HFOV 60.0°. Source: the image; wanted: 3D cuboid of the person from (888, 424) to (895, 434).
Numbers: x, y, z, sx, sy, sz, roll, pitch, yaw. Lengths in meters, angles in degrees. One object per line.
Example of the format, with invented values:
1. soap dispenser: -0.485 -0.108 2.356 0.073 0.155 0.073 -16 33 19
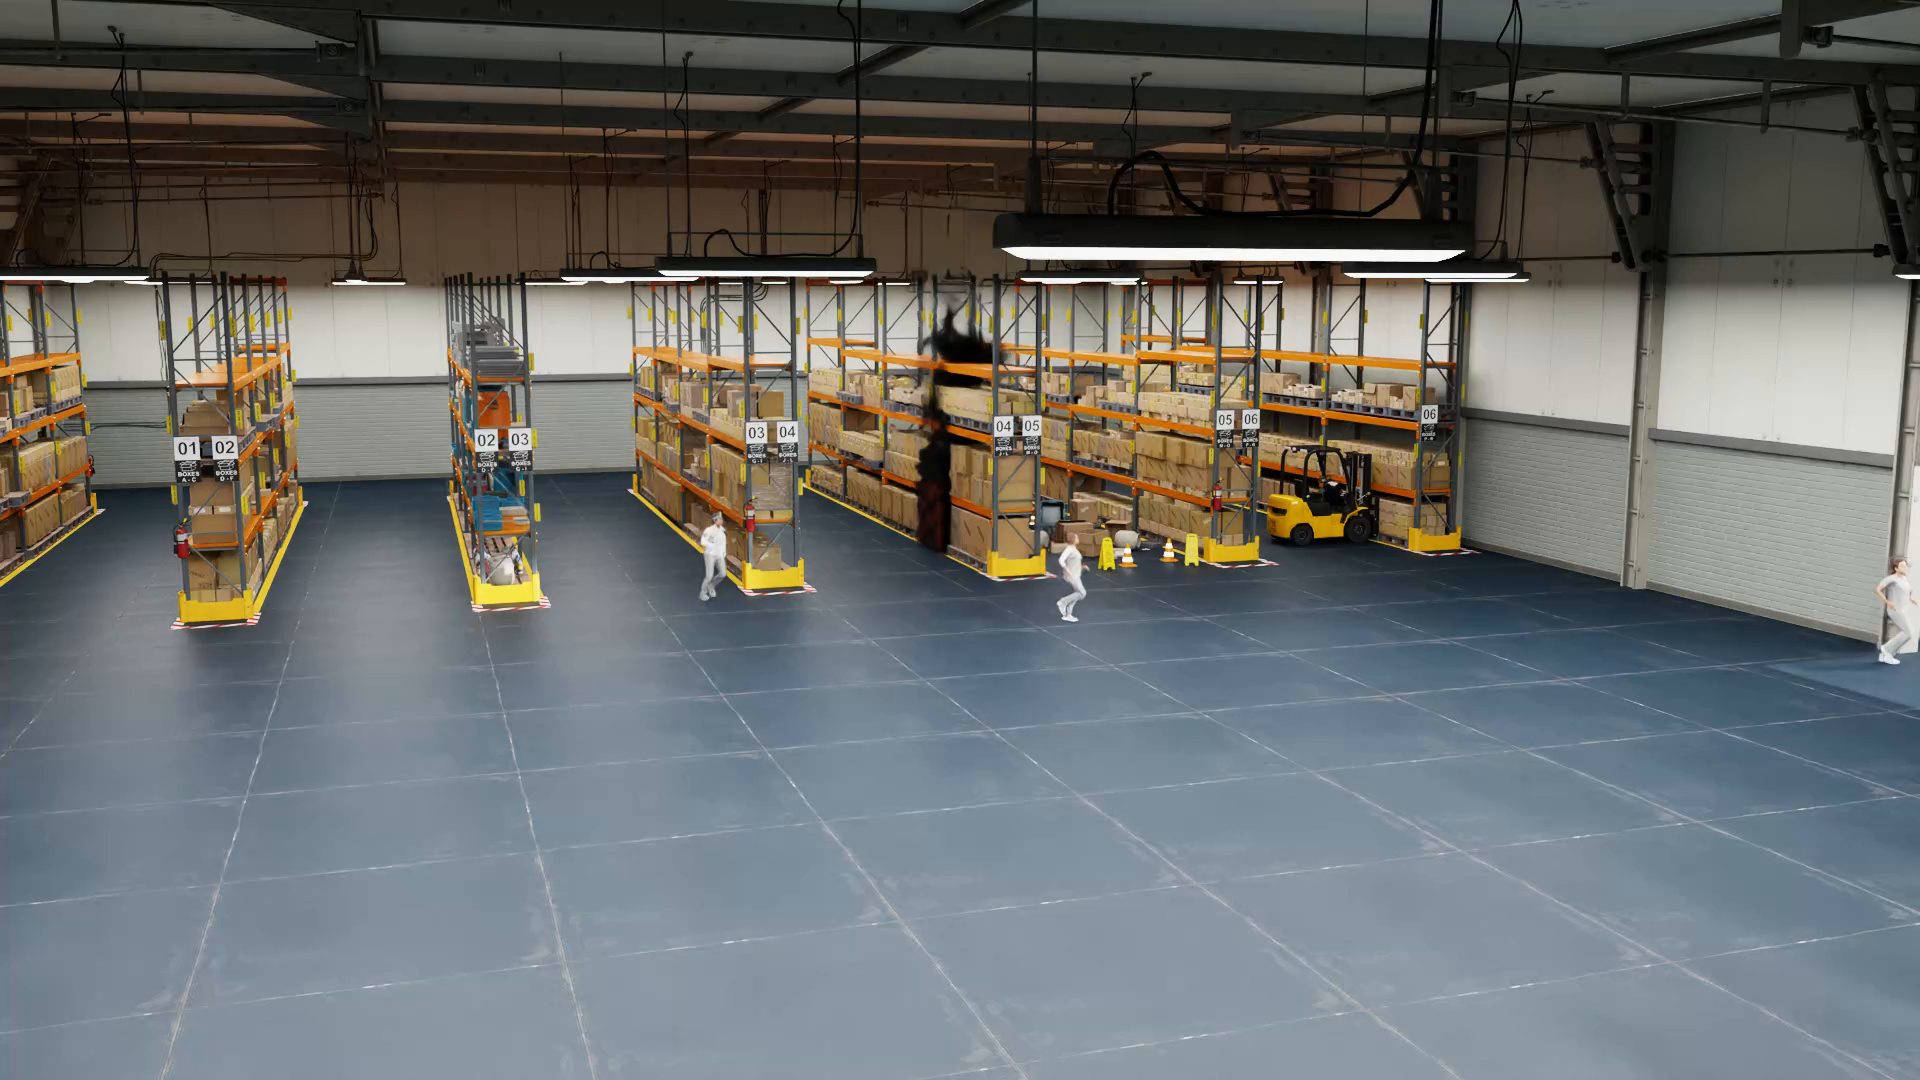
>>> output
1. person: -1.814 -2.712 50.636 0.816 1.666 0.655 -4 10 -27

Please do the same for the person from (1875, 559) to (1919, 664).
1. person: 14.356 1.099 25.408 0.576 1.629 0.515 -6 10 -33

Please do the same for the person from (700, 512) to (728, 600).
1. person: -4.490 0.285 30.787 0.623 1.627 0.538 -7 11 -38

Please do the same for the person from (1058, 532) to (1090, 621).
1. person: 1.970 0.637 28.744 0.537 1.558 0.534 2 9 15
